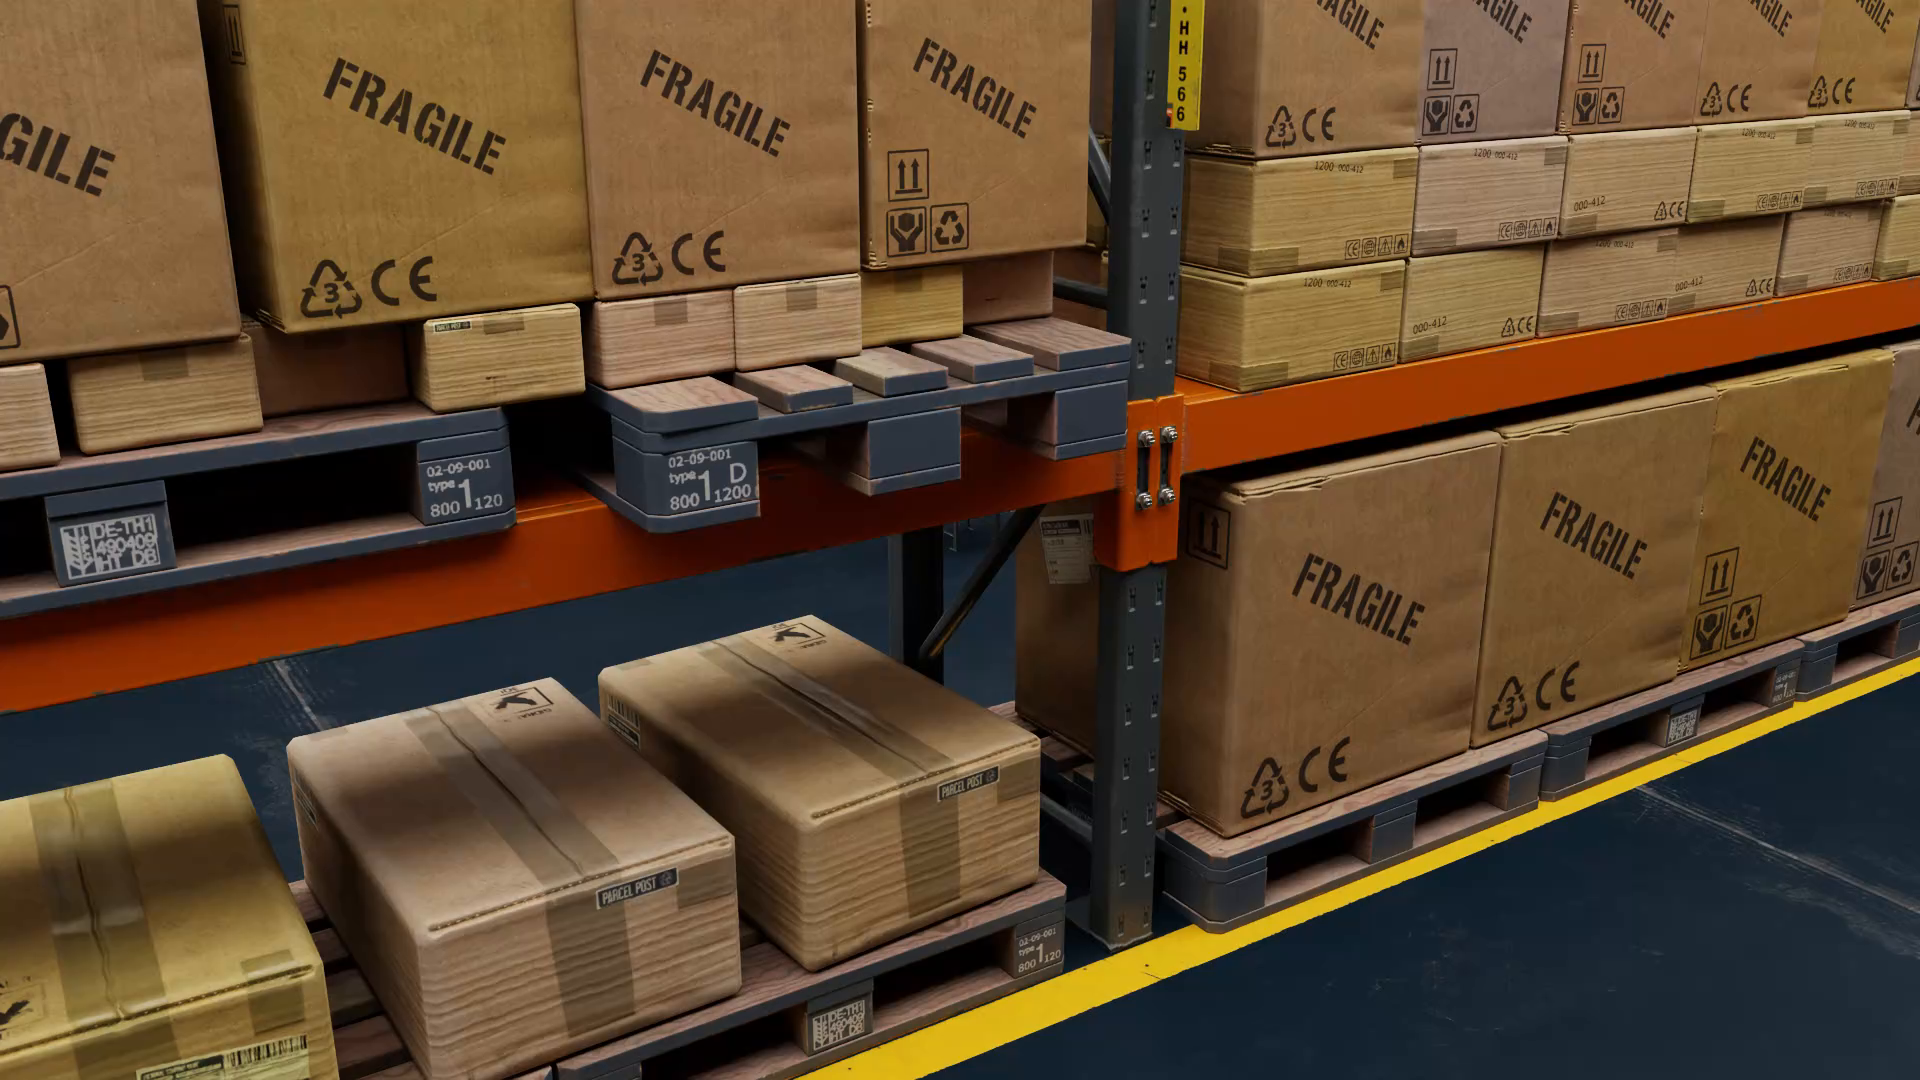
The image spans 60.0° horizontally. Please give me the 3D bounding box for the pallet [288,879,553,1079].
[{"bbox_3d":[-1.541,1.074,3.237,1.213,0.211,1.003,-12,22,-31],"label":"pallet"}]

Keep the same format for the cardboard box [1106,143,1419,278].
[{"bbox_3d":[0.689,-0.786,3.841,0.500,0.250,0.500,-12,22,-32],"label":"cardboard box"}]

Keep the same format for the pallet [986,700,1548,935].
[{"bbox_3d":[0.830,0.605,4.626,1.213,0.211,1.003,-12,22,-31],"label":"pallet"}]

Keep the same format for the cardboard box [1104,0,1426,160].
[{"bbox_3d":[0.677,-1.140,3.716,0.500,0.500,0.500,-13,22,-33],"label":"cardboard box"}]

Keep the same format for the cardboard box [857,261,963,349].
[{"bbox_3d":[-0.198,-0.490,3.248,0.250,0.149,0.380,-12,22,-31],"label":"cardboard box"}]

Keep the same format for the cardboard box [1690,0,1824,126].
[{"bbox_3d":[1.950,-1.405,4.500,0.500,0.500,0.500,-12,22,-31],"label":"cardboard box"}]

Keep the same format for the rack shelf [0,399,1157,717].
[{"bbox_3d":[-1.540,0.096,2.902,4.000,0.370,1.077,-12,22,-31],"label":"rack shelf"}]

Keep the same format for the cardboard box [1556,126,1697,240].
[{"bbox_3d":[1.545,-0.962,4.359,0.500,0.250,0.500,-12,22,-32],"label":"cardboard box"}]

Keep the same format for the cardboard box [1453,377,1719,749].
[{"bbox_3d":[1.500,-0.045,4.857,0.875,0.875,0.875,-12,22,-31],"label":"cardboard box"}]

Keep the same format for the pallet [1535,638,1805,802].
[{"bbox_3d":[1.848,0.391,5.258,1.213,0.211,1.003,-12,22,-31],"label":"pallet"}]

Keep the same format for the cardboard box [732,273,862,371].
[{"bbox_3d":[-0.384,-0.434,3.081,0.250,0.149,0.380,-12,22,-32],"label":"cardboard box"}]

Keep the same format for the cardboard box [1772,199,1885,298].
[{"bbox_3d":[2.377,-0.911,4.991,0.500,0.250,0.500,-13,22,-33],"label":"cardboard box"}]

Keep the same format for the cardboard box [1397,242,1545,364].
[{"bbox_3d":[1.097,-0.641,4.190,0.500,0.250,0.500,-13,22,-33],"label":"cardboard box"}]

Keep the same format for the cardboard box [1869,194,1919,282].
[{"bbox_3d":[2.809,-0.995,5.239,0.500,0.250,0.500,-12,22,-32],"label":"cardboard box"}]

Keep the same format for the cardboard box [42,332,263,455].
[{"bbox_3d":[-1.264,-0.263,2.575,0.250,0.149,0.380,-13,22,-33],"label":"cardboard box"}]

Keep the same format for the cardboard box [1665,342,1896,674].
[{"bbox_3d":[2.247,-0.203,5.323,0.875,0.875,0.875,-11,22,-30],"label":"cardboard box"}]

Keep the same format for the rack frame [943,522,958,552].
[{"bbox_3d":[-0.078,-0.410,6.552,0.006,0.900,0.240,-12,22,-31],"label":"rack frame"}]

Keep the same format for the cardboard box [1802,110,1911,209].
[{"bbox_3d":[2.394,-1.142,4.894,0.500,0.250,0.500,-11,22,-30],"label":"cardboard box"}]

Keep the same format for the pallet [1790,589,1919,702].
[{"bbox_3d":[2.868,0.175,5.898,1.213,0.211,1.003,-12,22,-31],"label":"pallet"}]

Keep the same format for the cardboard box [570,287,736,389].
[{"bbox_3d":[-0.598,-0.392,2.956,0.250,0.149,0.380,-13,23,-34],"label":"cardboard box"}]

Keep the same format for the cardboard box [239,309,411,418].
[{"bbox_3d":[-1.100,-0.329,2.770,0.250,0.149,0.380,-12,22,-31],"label":"cardboard box"}]

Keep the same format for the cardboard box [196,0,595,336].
[{"bbox_3d":[-0.943,-0.647,2.699,0.500,0.500,0.500,-14,23,-35],"label":"cardboard box"}]

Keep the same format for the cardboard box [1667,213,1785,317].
[{"bbox_3d":[1.948,-0.819,4.719,0.500,0.250,0.500,-12,22,-31],"label":"cardboard box"}]

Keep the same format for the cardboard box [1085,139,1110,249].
[{"bbox_3d":[0.395,-0.917,4.226,0.500,0.250,0.500,-12,22,-32],"label":"cardboard box"}]

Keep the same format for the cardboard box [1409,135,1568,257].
[{"bbox_3d":[1.122,-0.877,4.110,0.500,0.250,0.500,-11,22,-30],"label":"cardboard box"}]

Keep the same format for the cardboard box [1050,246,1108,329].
[{"bbox_3d":[0.410,-0.685,4.322,0.500,0.250,0.500,-13,23,-33],"label":"cardboard box"}]

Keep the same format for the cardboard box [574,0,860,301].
[{"bbox_3d":[-0.522,-0.736,2.963,0.500,0.500,0.500,-12,22,-32],"label":"cardboard box"}]

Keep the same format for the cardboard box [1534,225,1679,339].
[{"bbox_3d":[1.538,-0.731,4.459,0.500,0.250,0.500,-11,22,-30],"label":"cardboard box"}]

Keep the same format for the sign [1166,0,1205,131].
[{"bbox_3d":[0.437,-0.965,3.231,0.005,0.325,0.100,-12,22,-31],"label":"sign"}]

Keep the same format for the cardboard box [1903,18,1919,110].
[{"bbox_3d":[2.808,-1.584,5.030,0.500,0.500,0.500,-11,22,-30],"label":"cardboard box"}]

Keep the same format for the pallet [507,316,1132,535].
[{"bbox_3d":[-0.406,-0.353,3.404,1.003,0.211,1.213,-12,22,-31],"label":"pallet"}]

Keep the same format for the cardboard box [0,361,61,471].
[{"bbox_3d":[-1.471,-0.208,2.413,0.250,0.149,0.380,-11,22,-29],"label":"cardboard box"}]

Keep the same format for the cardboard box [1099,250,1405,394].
[{"bbox_3d":[0.678,-0.545,3.909,0.500,0.250,0.500,-12,22,-32],"label":"cardboard box"}]

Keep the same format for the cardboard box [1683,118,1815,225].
[{"bbox_3d":[1.976,-1.048,4.613,0.500,0.250,0.500,-11,22,-30],"label":"cardboard box"}]

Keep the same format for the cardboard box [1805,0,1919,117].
[{"bbox_3d":[2.374,-1.500,4.781,0.500,0.500,0.500,-11,22,-30],"label":"cardboard box"}]

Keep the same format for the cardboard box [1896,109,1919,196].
[{"bbox_3d":[2.823,-1.235,5.168,0.500,0.250,0.500,-11,22,-30],"label":"cardboard box"}]

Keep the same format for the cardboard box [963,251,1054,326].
[{"bbox_3d":[-0.014,-0.557,3.445,0.250,0.149,0.380,-11,22,-29],"label":"cardboard box"}]

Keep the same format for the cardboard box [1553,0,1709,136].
[{"bbox_3d":[1.526,-1.317,4.239,0.500,0.500,0.500,-11,22,-30],"label":"cardboard box"}]

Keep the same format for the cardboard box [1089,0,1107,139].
[{"bbox_3d":[0.418,-1.280,4.129,0.500,0.500,0.500,-13,22,-33],"label":"cardboard box"}]

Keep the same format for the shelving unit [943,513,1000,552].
[{"bbox_3d":[0.007,-0.428,6.605,0.210,0.900,0.258,-12,22,-31],"label":"shelving unit"}]

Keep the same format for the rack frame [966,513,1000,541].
[{"bbox_3d":[0.092,-0.446,6.658,0.006,0.900,0.240,-12,22,-31],"label":"rack frame"}]

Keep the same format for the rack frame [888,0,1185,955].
[{"bbox_3d":[0.130,-0.598,3.829,0.127,3.000,1.000,-12,22,-31],"label":"rack frame"}]

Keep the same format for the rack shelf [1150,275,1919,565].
[{"bbox_3d":[1.801,-0.609,4.986,4.000,0.370,1.077,-12,22,-31],"label":"rack shelf"}]

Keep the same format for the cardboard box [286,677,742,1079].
[{"bbox_3d":[-0.959,0.677,3.505,0.625,0.372,0.950,-12,22,-32],"label":"cardboard box"}]

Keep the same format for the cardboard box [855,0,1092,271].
[{"bbox_3d":[-0.096,-0.830,3.241,0.500,0.500,0.500,-13,22,-33],"label":"cardboard box"}]

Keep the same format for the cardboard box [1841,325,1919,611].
[{"bbox_3d":[2.997,-0.364,5.799,0.875,0.875,0.875,-11,22,-30],"label":"cardboard box"}]

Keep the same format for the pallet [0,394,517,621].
[{"bbox_3d":[-1.500,-0.147,2.796,1.213,0.211,1.003,-12,22,-31],"label":"pallet"}]

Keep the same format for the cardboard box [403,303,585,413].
[{"bbox_3d":[-0.821,-0.339,2.802,0.250,0.149,0.380,-11,22,-30],"label":"cardboard box"}]

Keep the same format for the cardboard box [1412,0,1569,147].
[{"bbox_3d":[1.086,-1.230,3.982,0.500,0.500,0.500,-12,22,-31],"label":"cardboard box"}]

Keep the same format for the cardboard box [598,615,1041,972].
[{"bbox_3d":[-0.347,0.545,3.896,0.625,0.372,0.950,-14,23,-35],"label":"cardboard box"}]

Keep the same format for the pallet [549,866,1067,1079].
[{"bbox_3d":[-0.523,0.861,3.869,1.213,0.211,1.003,-12,22,-31],"label":"pallet"}]

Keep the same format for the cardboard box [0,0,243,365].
[{"bbox_3d":[-1.399,-0.551,2.415,0.500,0.500,0.500,-13,23,-34],"label":"cardboard box"}]

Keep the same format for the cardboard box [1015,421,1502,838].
[{"bbox_3d":[0.753,0.111,4.396,0.875,0.875,0.875,-12,22,-32],"label":"cardboard box"}]

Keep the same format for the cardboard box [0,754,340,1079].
[{"bbox_3d":[-1.595,0.809,3.114,0.625,0.372,0.950,-11,22,-30],"label":"cardboard box"}]
